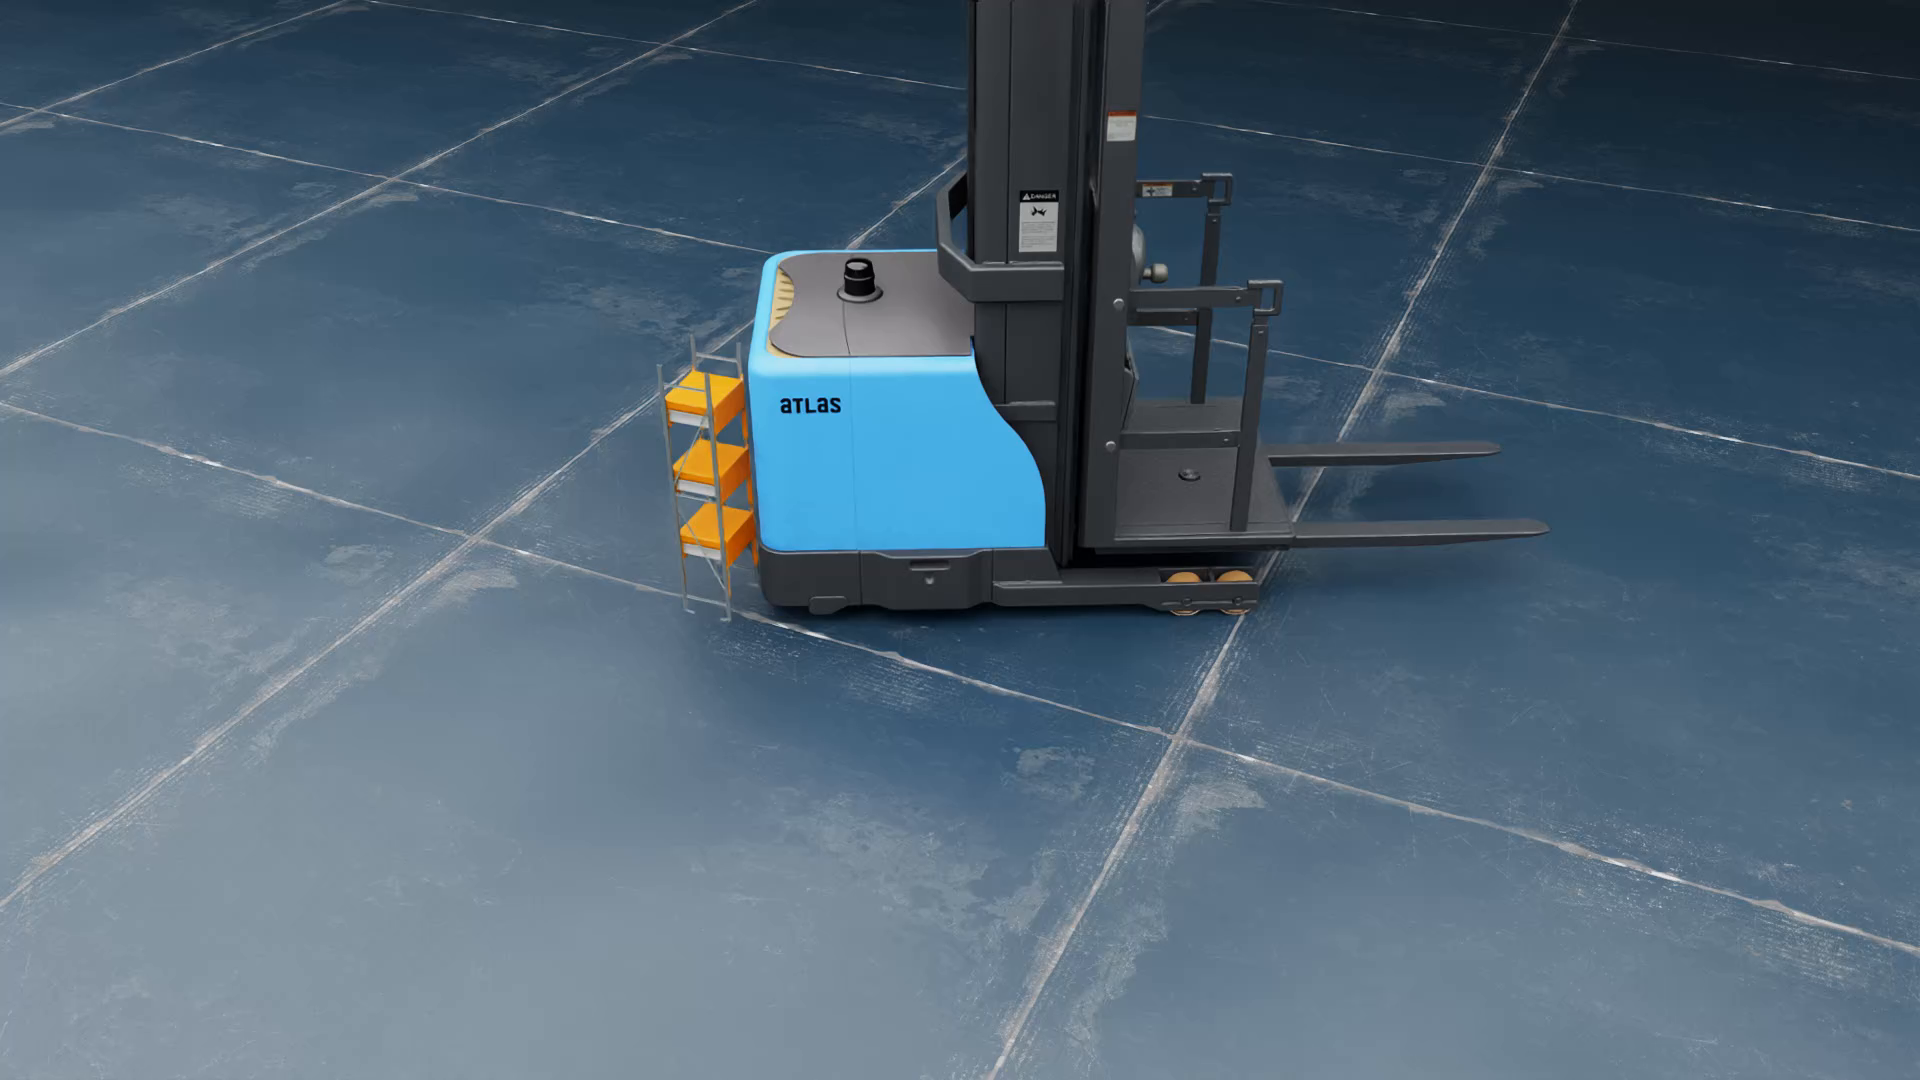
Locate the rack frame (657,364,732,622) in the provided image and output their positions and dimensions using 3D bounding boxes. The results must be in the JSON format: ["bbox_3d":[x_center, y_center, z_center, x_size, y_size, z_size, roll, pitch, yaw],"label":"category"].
[{"bbox_3d":[-0.956,-0.150,6.022,0.200,1.050,0.008,11,35,17],"label":"rack frame"}]

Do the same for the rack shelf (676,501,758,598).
[{"bbox_3d":[-0.914,0.028,6.276,0.215,0.259,0.240,11,35,17],"label":"rack shelf"}]

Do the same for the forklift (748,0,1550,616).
[{"bbox_3d":[0.748,-1.228,5.950,3.031,2.935,1.130,-1,33,-2],"label":"forklift"}]

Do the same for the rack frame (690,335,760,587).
[{"bbox_3d":[-0.872,-0.276,6.214,0.200,1.050,0.008,11,35,17],"label":"rack frame"}]

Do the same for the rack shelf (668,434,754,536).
[{"bbox_3d":[-0.914,-0.204,6.124,0.215,0.259,0.240,11,35,17],"label":"rack shelf"}]

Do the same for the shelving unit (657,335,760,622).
[{"bbox_3d":[-0.914,-0.213,6.118,0.215,1.050,0.252,11,35,17],"label":"shelving unit"}]

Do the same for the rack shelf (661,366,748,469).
[{"bbox_3d":[-0.914,-0.442,5.968,0.215,0.259,0.240,11,35,17],"label":"rack shelf"}]
